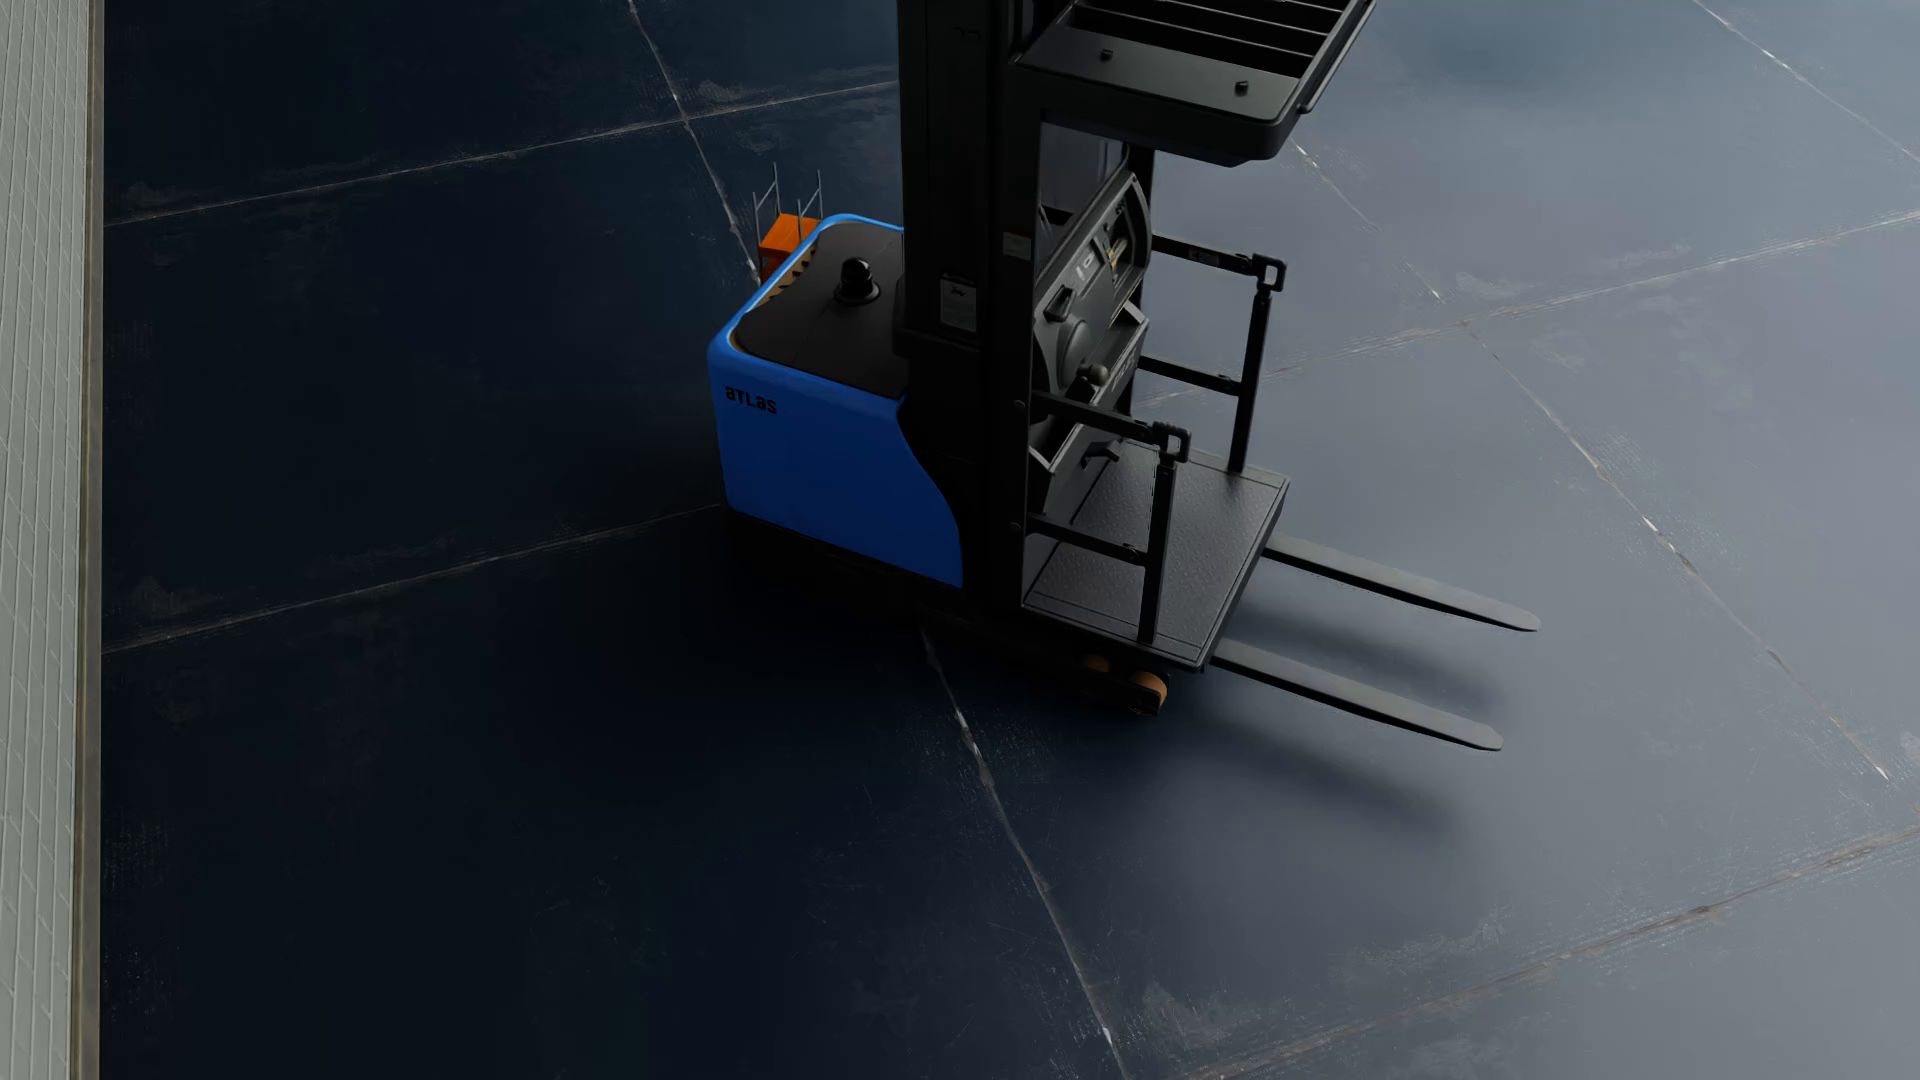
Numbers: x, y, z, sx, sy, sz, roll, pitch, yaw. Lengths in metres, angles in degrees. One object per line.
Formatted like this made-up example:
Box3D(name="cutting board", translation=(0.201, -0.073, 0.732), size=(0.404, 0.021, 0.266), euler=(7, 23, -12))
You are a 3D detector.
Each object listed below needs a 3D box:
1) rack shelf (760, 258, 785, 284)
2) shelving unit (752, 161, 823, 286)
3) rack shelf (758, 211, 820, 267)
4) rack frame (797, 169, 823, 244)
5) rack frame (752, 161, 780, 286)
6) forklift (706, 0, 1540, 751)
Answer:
Box3D(name="rack shelf", translation=(-0.674, -1.104, 6.727), size=(0.180, 0.103, 0.258), euler=(12, 46, 12))
Box3D(name="shelving unit", translation=(-0.674, -0.966, 6.866), size=(0.189, 1.200, 0.258), euler=(12, 46, 12))
Box3D(name="rack shelf", translation=(-0.674, -1.189, 6.642), size=(0.180, 0.103, 0.258), euler=(12, 46, 12))
Box3D(name="rack frame", translation=(-0.586, -0.947, 6.847), size=(0.006, 1.200, 0.240), euler=(12, 46, 12))
Box3D(name="rack frame", translation=(-0.762, -0.985, 6.884), size=(0.006, 1.200, 0.240), euler=(12, 46, 12))
Box3D(name="forklift", translation=(0.632, -0.826, 5.504), size=(3.031, 2.935, 1.130), euler=(18, 48, 18))
